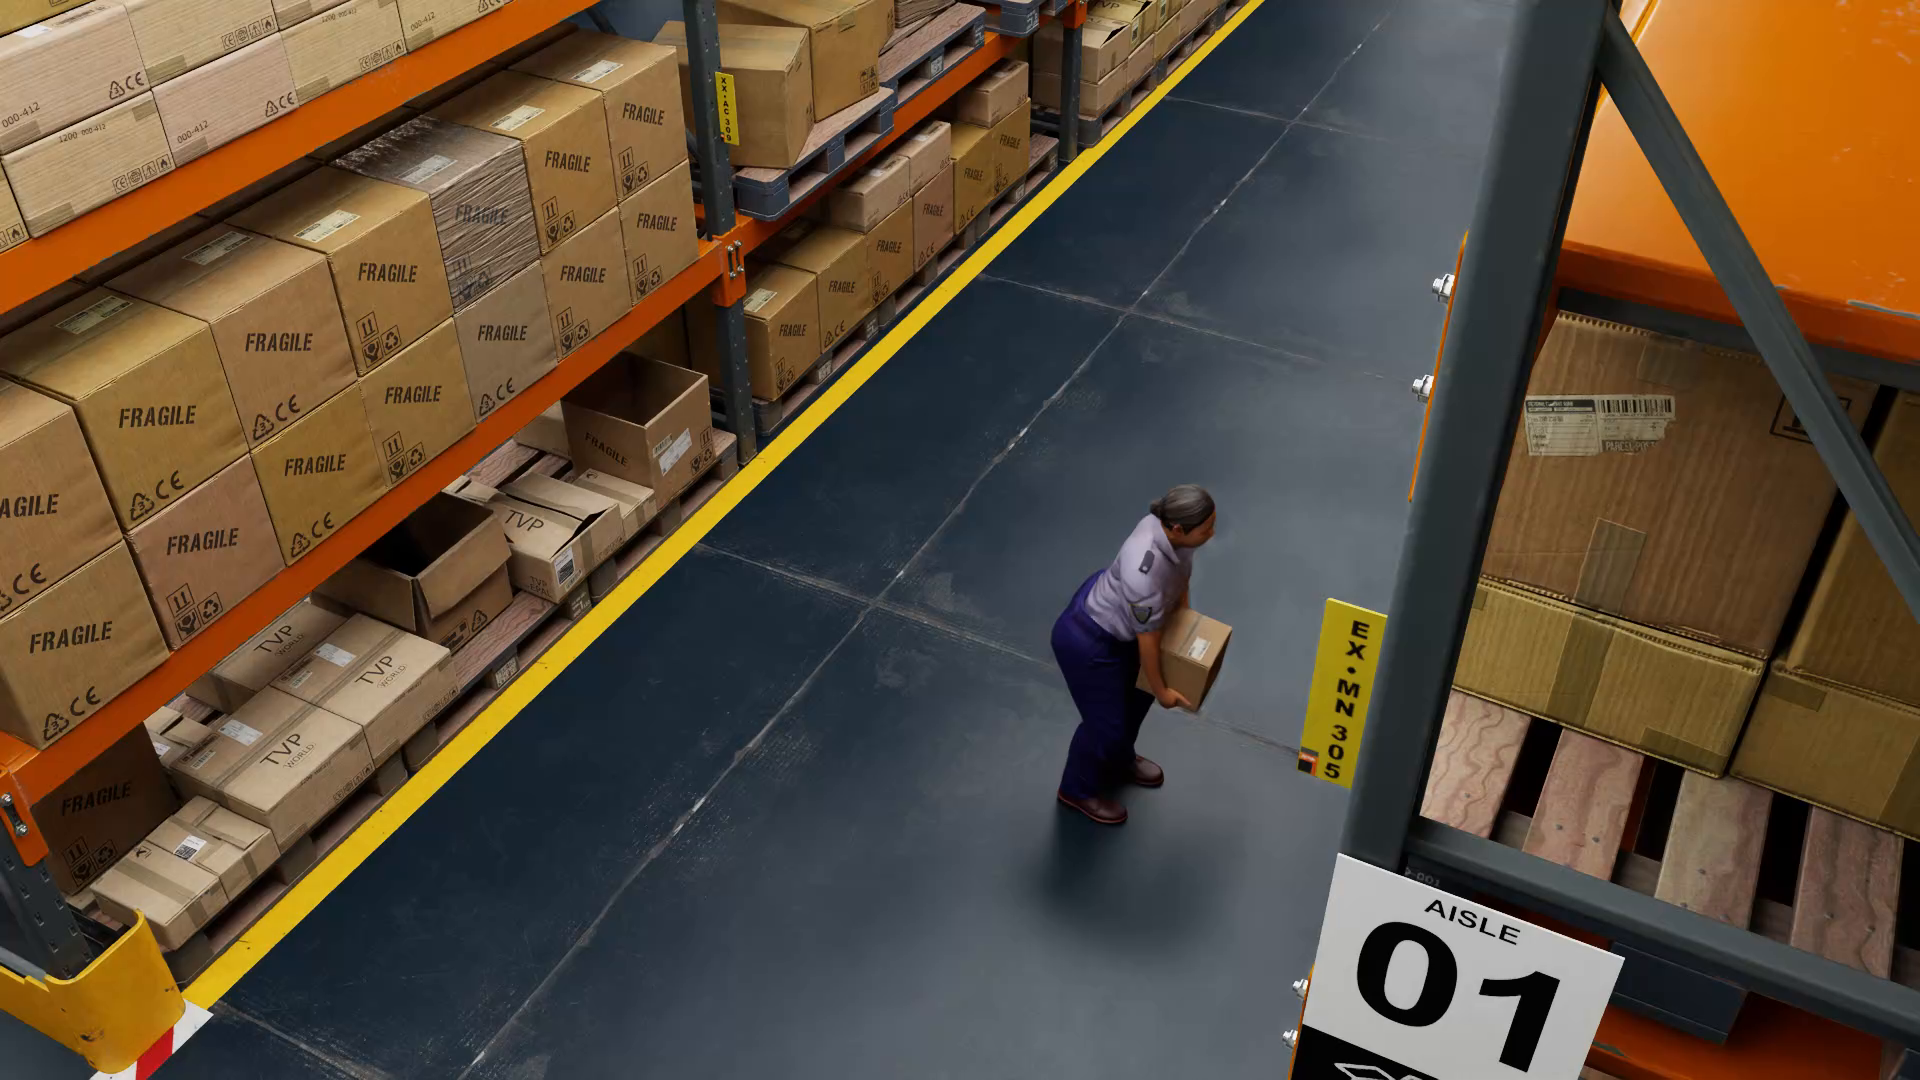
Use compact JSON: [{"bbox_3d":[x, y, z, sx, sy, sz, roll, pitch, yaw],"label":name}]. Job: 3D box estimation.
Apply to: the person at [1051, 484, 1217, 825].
[{"bbox_3d":[0.654,0.405,6.307,0.576,1.582,0.438,17,41,20],"label":"person"}]
